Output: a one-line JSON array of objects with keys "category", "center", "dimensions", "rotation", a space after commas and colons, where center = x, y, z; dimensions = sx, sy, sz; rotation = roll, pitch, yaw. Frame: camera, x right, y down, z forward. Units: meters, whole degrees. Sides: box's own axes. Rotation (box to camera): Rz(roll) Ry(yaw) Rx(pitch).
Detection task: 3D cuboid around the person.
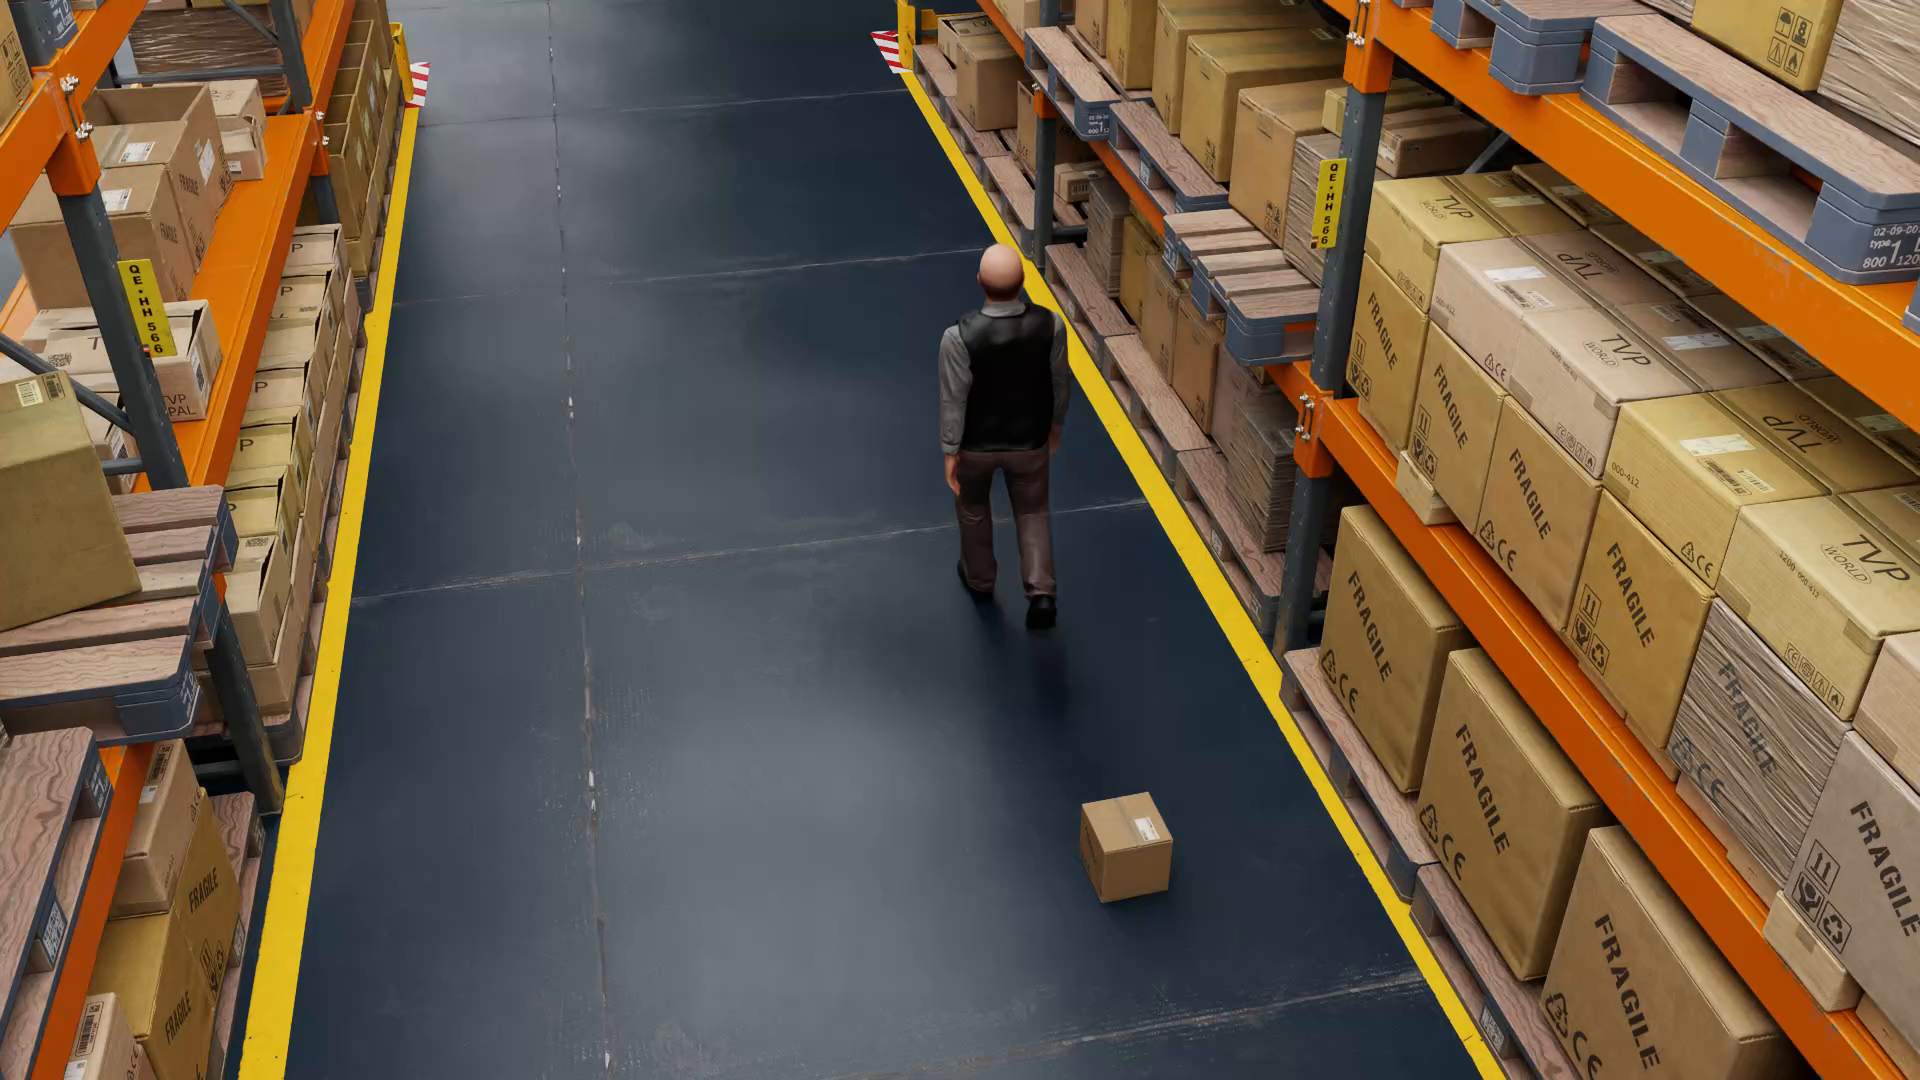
[{"category": "person", "center": [0.194, -0.305, 6.729], "dimensions": [0.549, 1.442, 0.654], "rotation": [-6, 35, -9]}]
